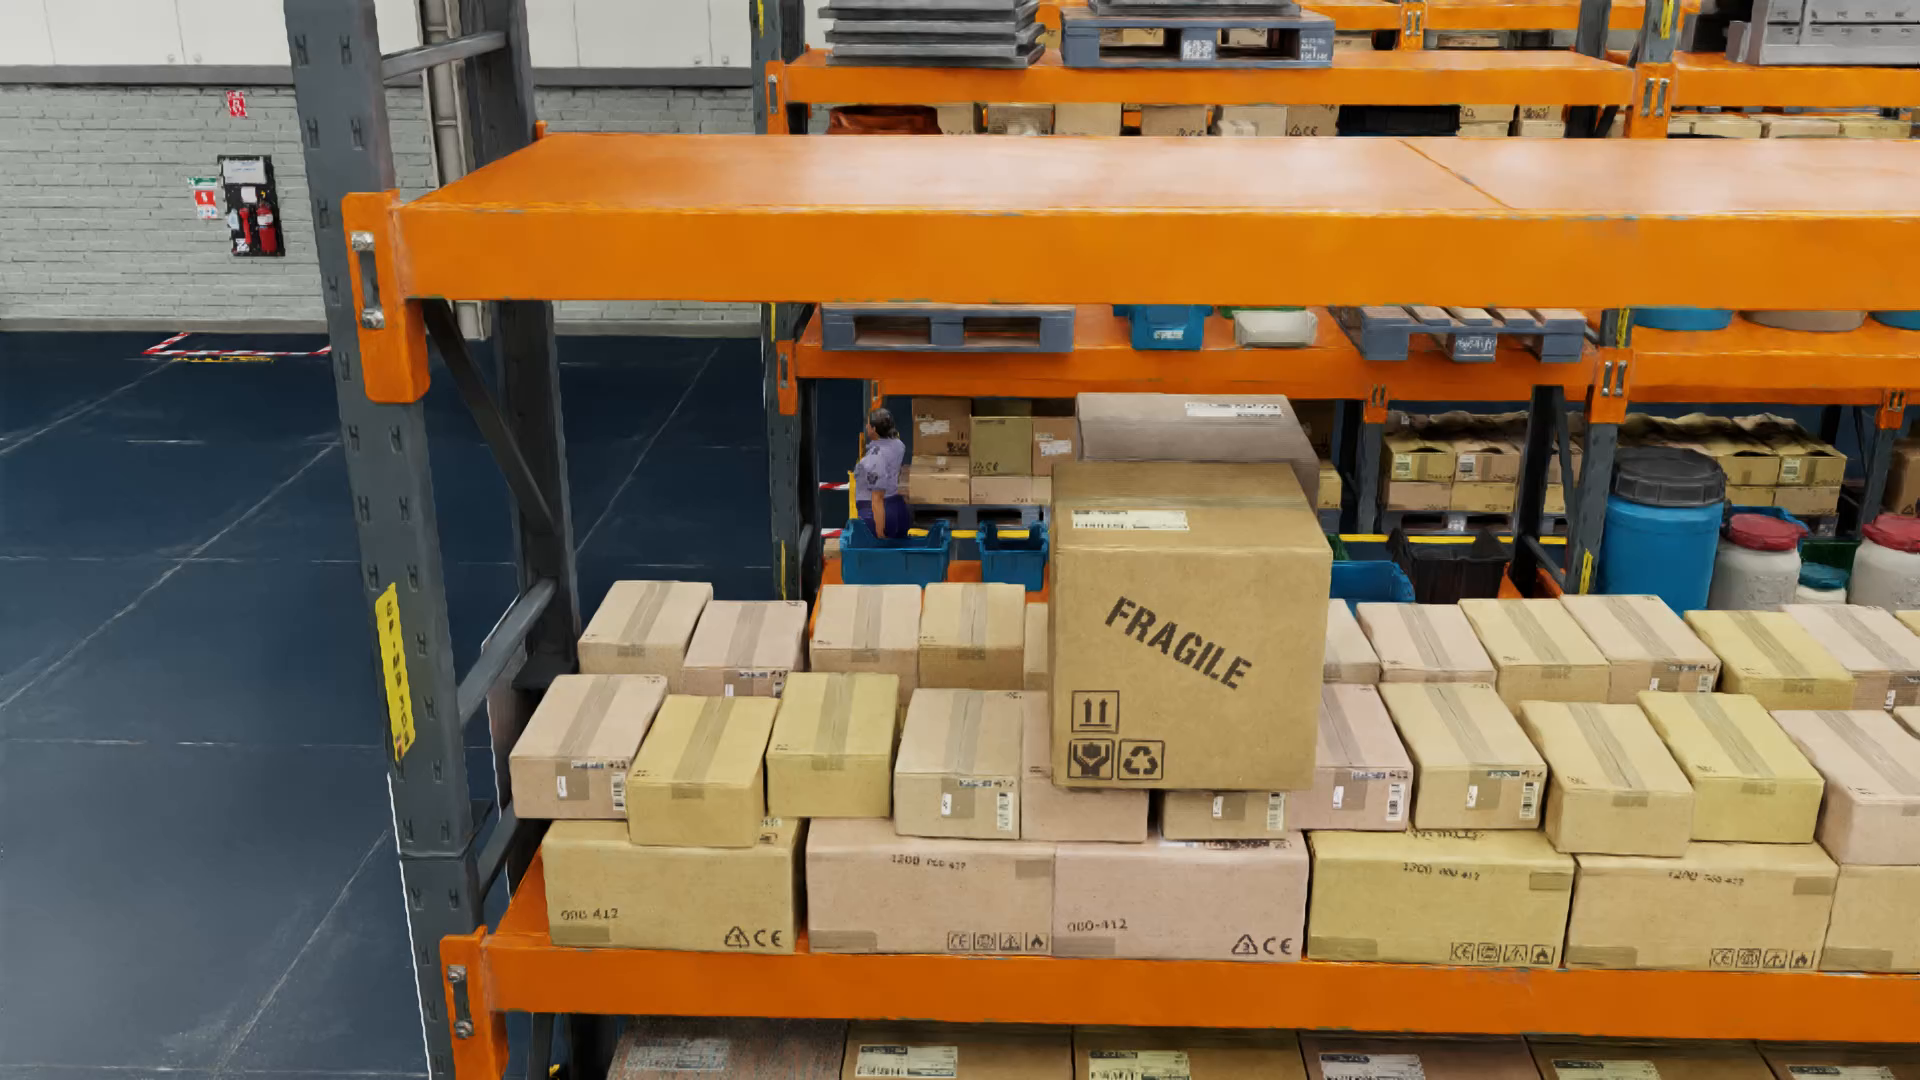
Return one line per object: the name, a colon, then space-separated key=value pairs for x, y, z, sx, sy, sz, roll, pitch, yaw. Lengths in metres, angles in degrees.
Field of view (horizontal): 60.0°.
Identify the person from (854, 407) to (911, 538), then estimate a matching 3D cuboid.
person: x=-0.506 y=-0.132 z=11.452 sx=0.800 sy=1.613 sz=0.504 roll=10 pitch=23 yaw=25
